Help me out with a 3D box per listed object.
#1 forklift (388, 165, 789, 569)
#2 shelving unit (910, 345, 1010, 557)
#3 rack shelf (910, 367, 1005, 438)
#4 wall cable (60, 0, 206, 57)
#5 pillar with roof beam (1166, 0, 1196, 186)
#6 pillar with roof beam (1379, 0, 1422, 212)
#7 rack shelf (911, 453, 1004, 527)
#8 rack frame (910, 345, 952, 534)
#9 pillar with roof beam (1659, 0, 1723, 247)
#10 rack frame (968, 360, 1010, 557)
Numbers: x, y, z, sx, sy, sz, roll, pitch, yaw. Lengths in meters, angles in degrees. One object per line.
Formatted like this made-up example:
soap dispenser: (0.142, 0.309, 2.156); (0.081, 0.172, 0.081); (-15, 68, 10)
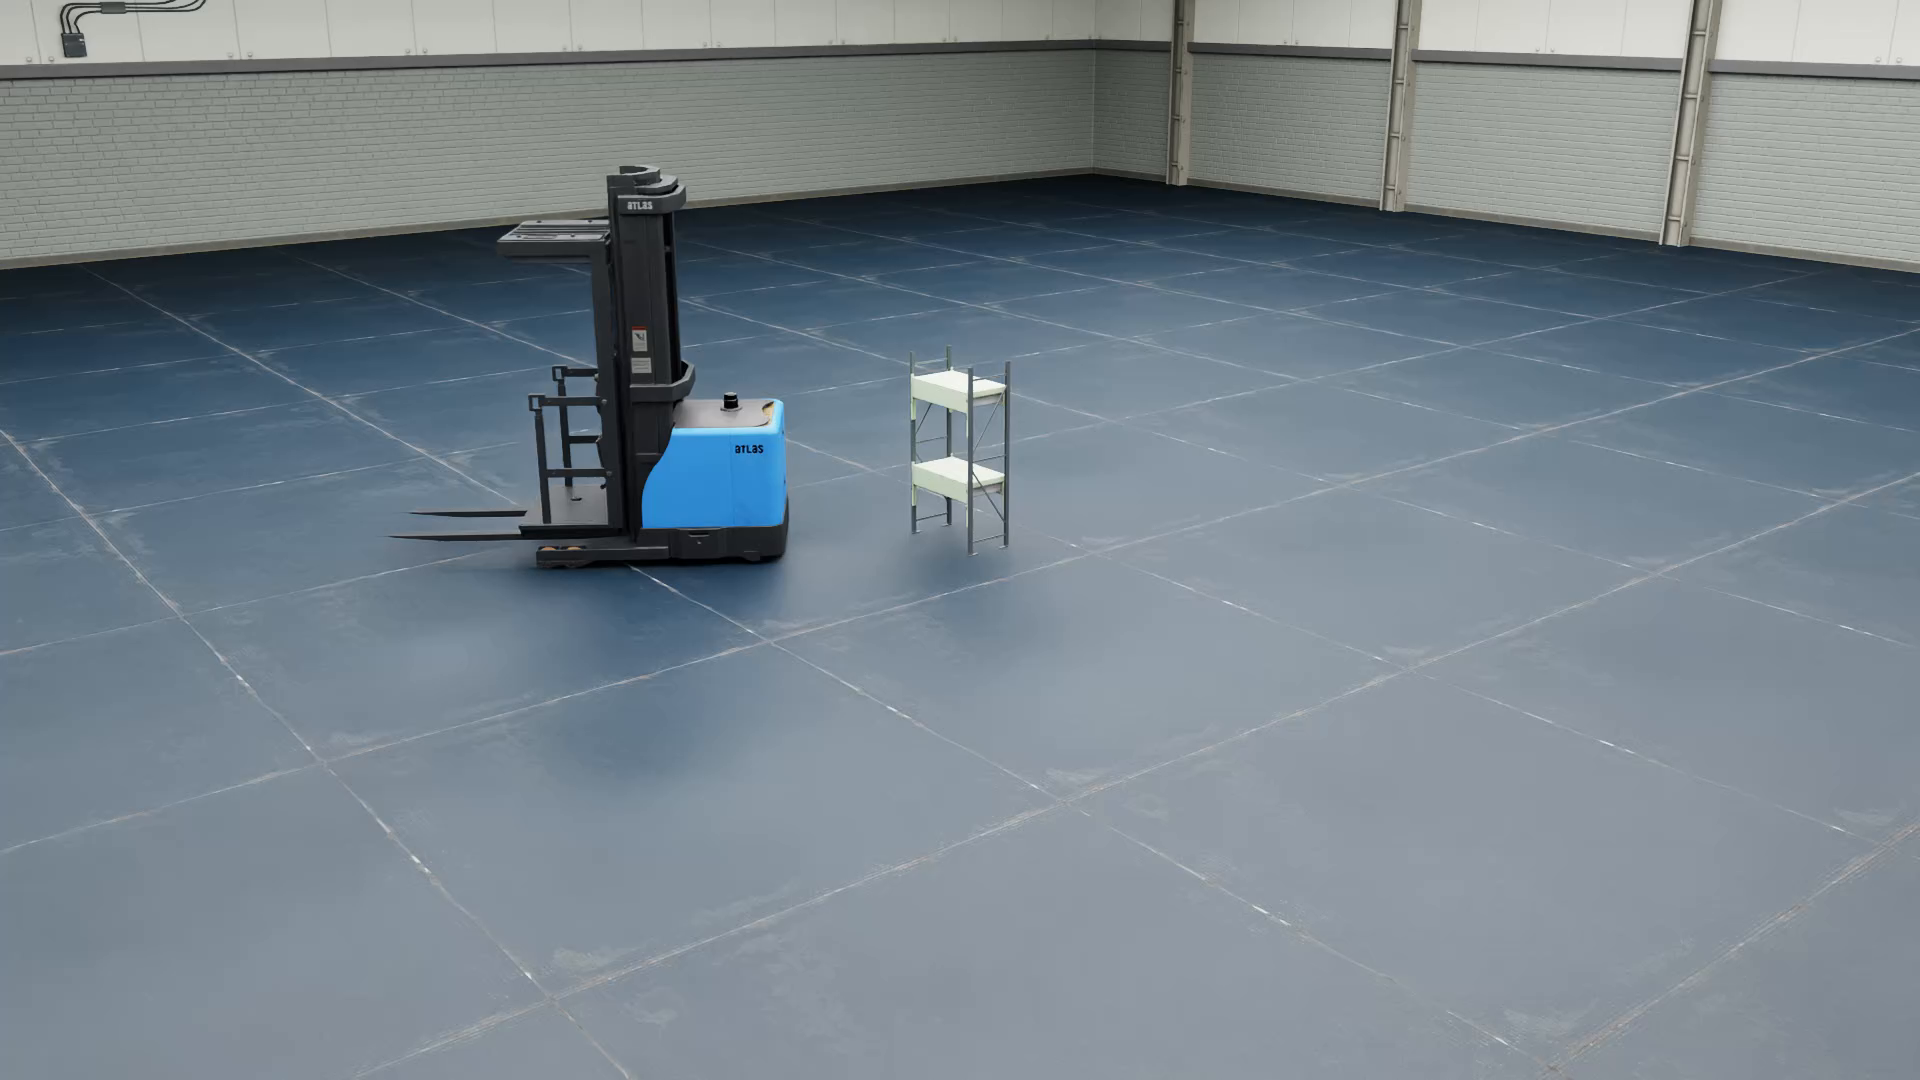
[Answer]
forklift: (-2.893, -1.340, 12.748); (3.031, 2.935, 1.130); (-1, 18, -3)
shelving unit: (-0.004, -0.714, 13.132); (0.431, 1.500, 0.755); (-14, 23, -36)
rack shelf: (-0.004, -1.084, 13.009); (0.431, 0.370, 0.720); (-14, 23, -36)
wall cable: (-13.111, -10.646, 25.788); (2.305, 6.003, 0.169); (-14, 23, -36)
pillar with roof beam: (1.548, -11.507, 33.796); (9.100, 9.000, 0.400); (-14, 23, -36)
pillar with roof beam: (5.274, -10.028, 29.332); (9.100, 9.000, 0.400); (-14, 23, -36)
rack shelf: (-0.004, -0.404, 13.234); (0.431, 0.370, 0.720); (-14, 23, -36)
rack frame: (-0.231, -0.804, 13.404); (0.400, 1.500, 0.023); (-14, 23, -36)
pillar with roof beam: (8.999, -8.550, 24.867); (9.100, 9.000, 0.400); (-14, 23, -36)
rack frame: (0.223, -0.623, 12.859); (0.400, 1.500, 0.023); (-14, 23, -36)
